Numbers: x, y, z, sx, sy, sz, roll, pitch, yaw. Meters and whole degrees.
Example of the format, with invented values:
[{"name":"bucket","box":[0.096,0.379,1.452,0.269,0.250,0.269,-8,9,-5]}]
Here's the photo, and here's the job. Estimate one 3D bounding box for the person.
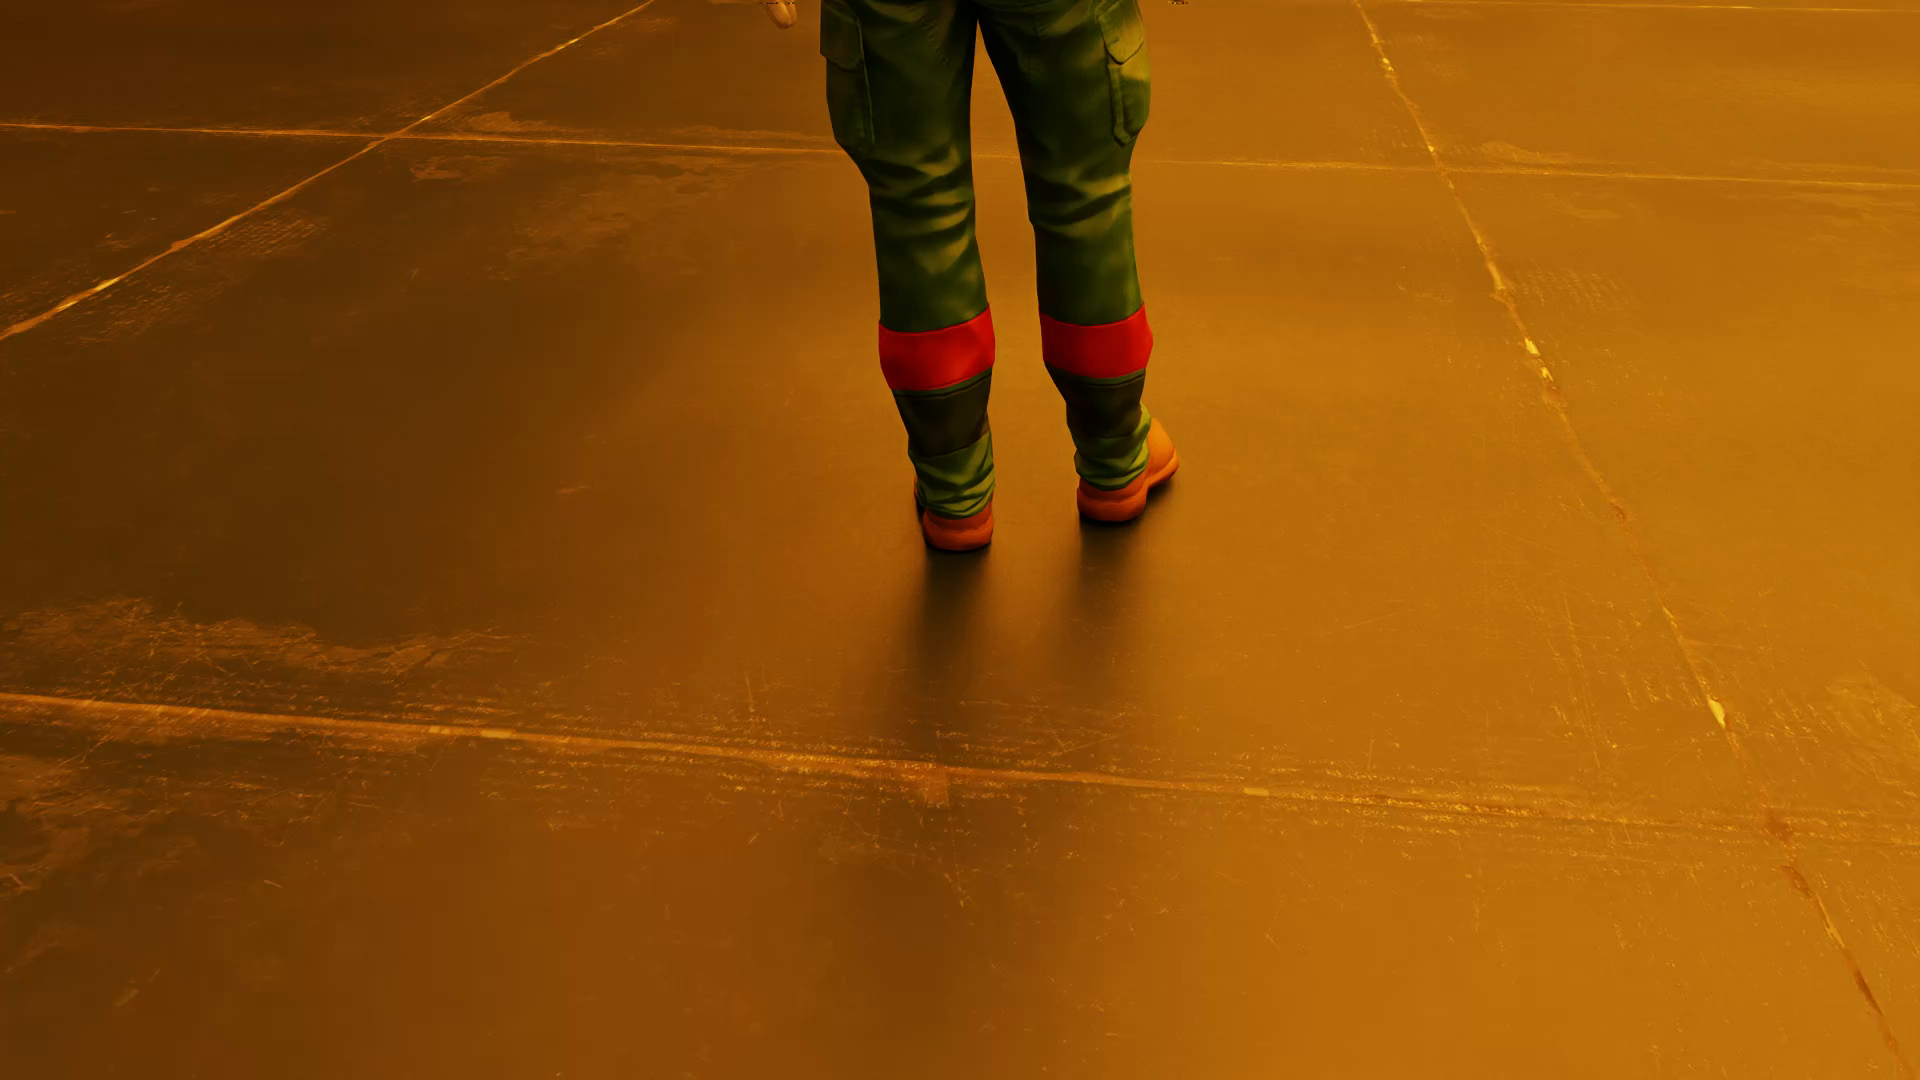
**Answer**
[{"name":"person","box":[0.021,-0.842,2.168,0.638,1.789,0.562,3,27,7]}]
